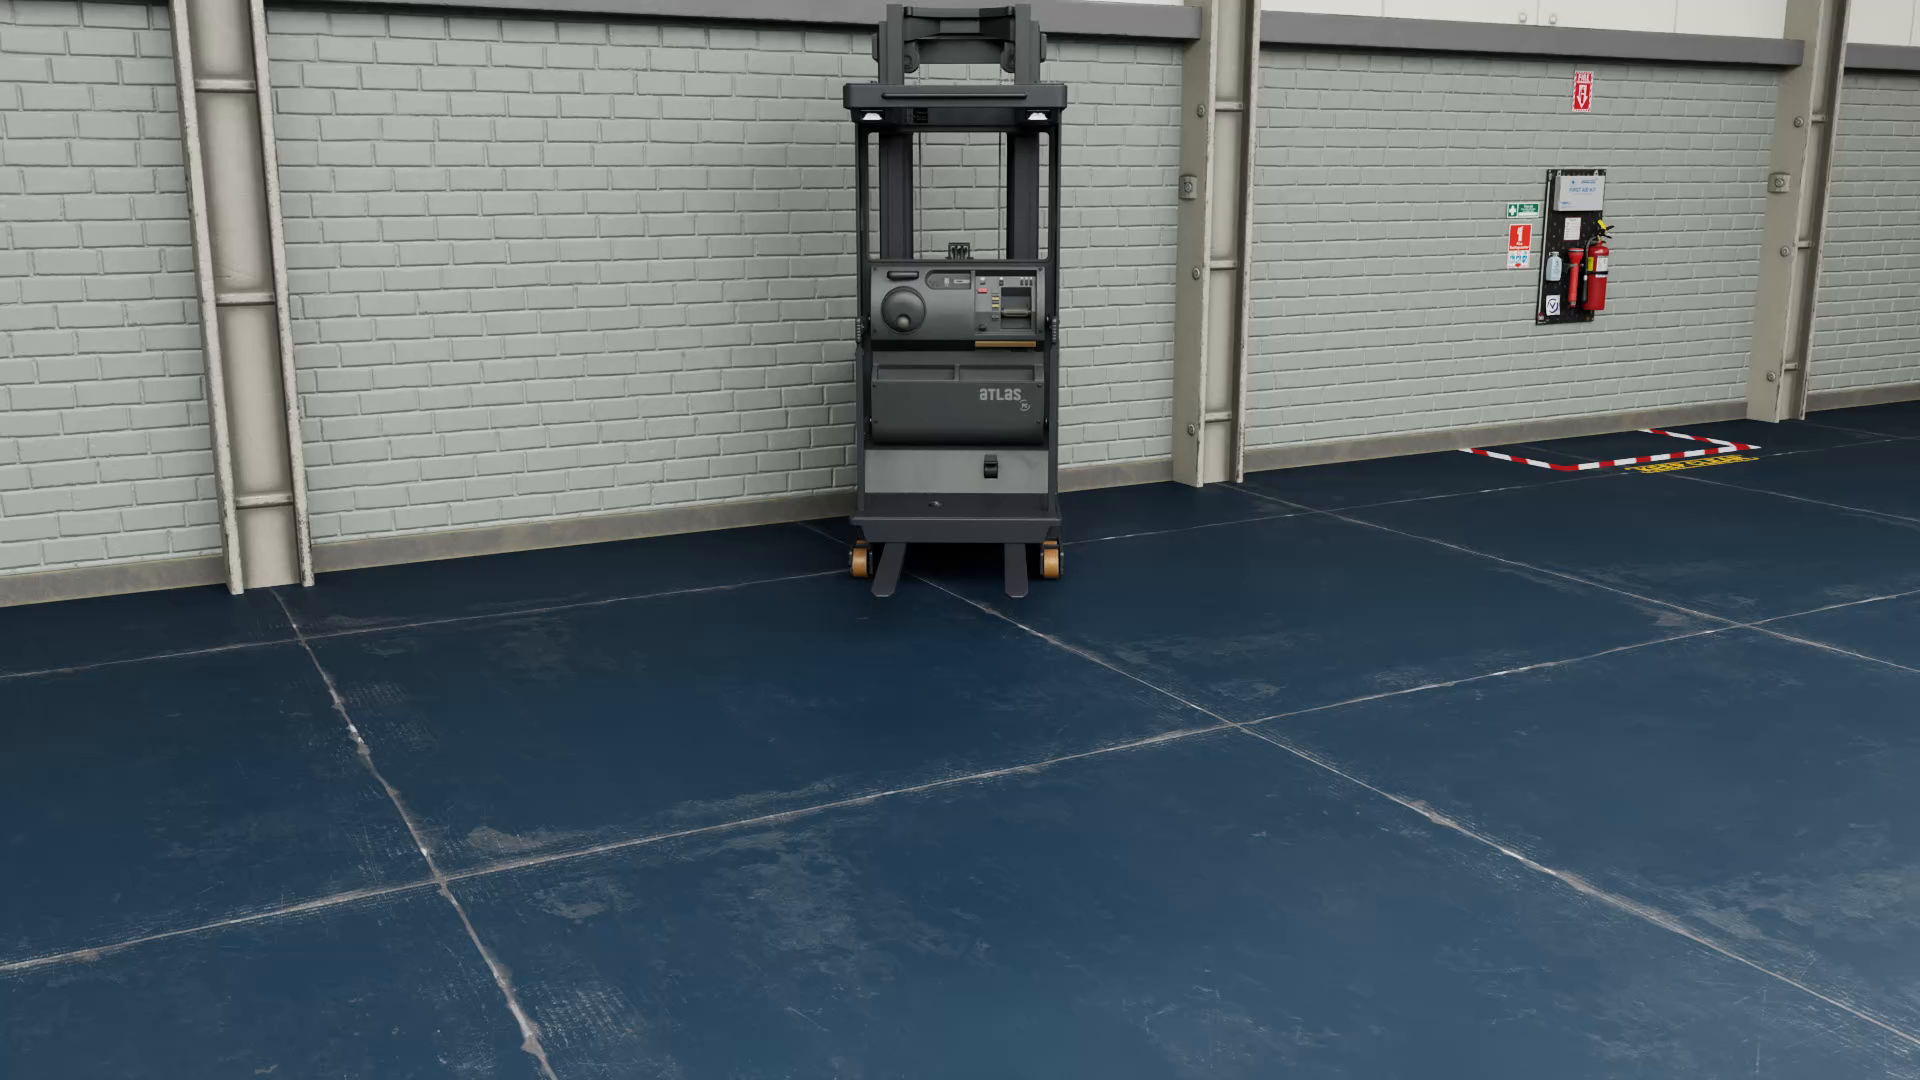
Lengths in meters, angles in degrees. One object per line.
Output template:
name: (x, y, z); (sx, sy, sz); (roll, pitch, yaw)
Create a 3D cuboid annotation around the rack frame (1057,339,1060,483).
rack frame: (0.610, -0.725, 10.441); (0.008, 1.050, 0.200); (2, 13, 7)

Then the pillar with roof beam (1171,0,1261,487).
pillar with roof beam: (3.756, -3.967, 6.742); (0.400, 9.000, 9.100); (-7, 14, -28)

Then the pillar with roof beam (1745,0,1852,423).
pillar with roof beam: (9.022, -4.598, 9.547); (0.400, 9.000, 9.100); (-7, 14, -28)

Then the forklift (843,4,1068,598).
forklift: (-0.015, -1.292, 8.673); (1.130, 2.935, 3.031); (0, 13, 1)

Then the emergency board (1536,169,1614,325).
emergency board: (4.772, -2.249, 12.769); (0.643, 1.169, 0.194); (-7, 14, -28)

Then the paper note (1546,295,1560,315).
paper note: (4.583, -1.814, 12.842); (0.142, 0.148, 0.016); (-7, 14, -28)

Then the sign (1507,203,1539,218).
sign: (4.245, -2.485, 12.531); (0.331, 0.109, 0.001); (-7, 14, -28)

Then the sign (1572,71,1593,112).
sign: (4.717, -3.398, 12.596); (0.199, 0.298, 0.001); (-7, 14, -28)

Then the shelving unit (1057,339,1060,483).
shelving unit: (0.489, -0.729, 10.456); (0.252, 1.050, 0.215); (2, 13, 7)

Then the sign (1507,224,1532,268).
sign: (4.237, -2.228, 12.595); (0.234, 0.329, 0.001); (-7, 14, -28)

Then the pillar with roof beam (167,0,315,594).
pillar with roof beam: (-1.511, -3.336, 3.937); (0.400, 9.000, 9.100); (-7, 14, -28)
